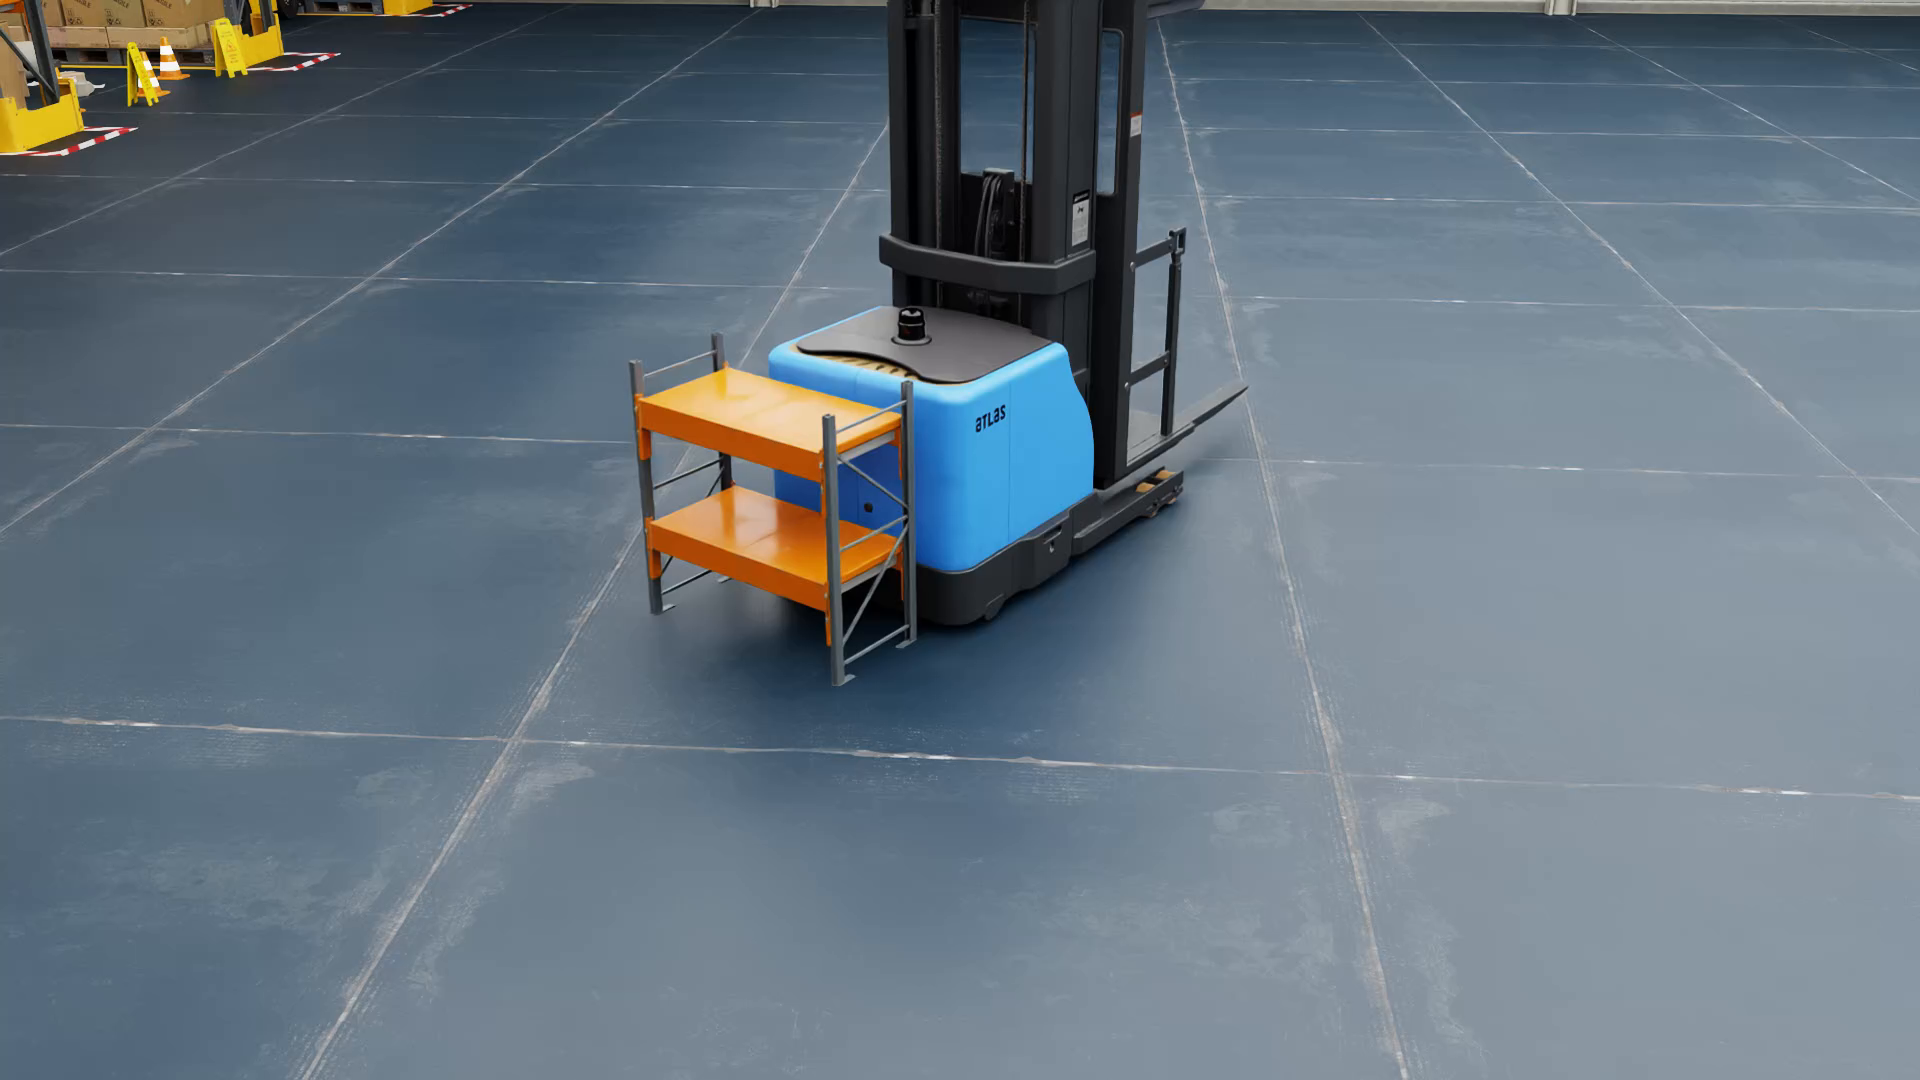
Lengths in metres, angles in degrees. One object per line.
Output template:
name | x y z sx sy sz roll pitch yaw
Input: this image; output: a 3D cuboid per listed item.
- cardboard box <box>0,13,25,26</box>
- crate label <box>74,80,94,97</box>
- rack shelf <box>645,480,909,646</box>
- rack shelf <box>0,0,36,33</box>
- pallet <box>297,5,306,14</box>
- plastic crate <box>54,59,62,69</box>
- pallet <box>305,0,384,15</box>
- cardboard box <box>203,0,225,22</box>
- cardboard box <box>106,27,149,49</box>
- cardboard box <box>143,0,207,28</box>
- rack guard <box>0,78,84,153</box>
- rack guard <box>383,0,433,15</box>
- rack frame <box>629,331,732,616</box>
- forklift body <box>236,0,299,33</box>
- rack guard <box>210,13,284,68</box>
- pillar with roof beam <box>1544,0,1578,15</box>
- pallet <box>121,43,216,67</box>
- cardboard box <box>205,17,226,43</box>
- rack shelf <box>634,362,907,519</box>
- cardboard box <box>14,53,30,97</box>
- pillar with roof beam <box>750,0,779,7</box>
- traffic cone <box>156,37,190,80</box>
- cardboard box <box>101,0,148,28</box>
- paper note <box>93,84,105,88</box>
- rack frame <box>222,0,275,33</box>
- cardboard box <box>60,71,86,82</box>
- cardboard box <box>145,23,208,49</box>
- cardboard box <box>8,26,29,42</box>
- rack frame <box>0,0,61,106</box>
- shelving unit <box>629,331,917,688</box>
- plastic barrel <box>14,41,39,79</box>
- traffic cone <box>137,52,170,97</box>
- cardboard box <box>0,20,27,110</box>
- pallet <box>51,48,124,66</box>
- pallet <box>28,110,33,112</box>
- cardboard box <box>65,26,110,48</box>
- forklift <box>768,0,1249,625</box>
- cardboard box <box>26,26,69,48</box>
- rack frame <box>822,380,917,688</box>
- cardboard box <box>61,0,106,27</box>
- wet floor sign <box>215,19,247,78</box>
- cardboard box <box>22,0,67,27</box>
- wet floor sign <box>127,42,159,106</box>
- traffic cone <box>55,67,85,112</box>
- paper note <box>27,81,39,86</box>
cardboard box | -11.635 -6.595 20.383 0.500 0.500 0.500 3 25 6
crate label | -9.811 -5.030 18.517 0.298 0.136 0.250 -11 27 -23
rack shelf | -0.746 0.075 6.827 1.000 0.278 0.538 18 30 33
rack shelf | -11.022 -4.999 15.886 4.000 0.370 1.077 2 25 4
pallet | -10.352 -8.177 25.269 1.213 0.211 1.003 2 25 4
plastic crate | -11.235 -5.738 20.124 0.583 0.080 0.402 -7 26 -14
pallet | -9.139 -8.137 25.182 1.213 0.211 1.003 2 25 4
cardboard box | -9.556 -6.752 20.725 0.500 0.500 0.500 1 25 2
cardboard box | -10.092 -6.203 20.430 0.500 0.250 0.500 2 25 4
cardboard box | -9.568 -6.527 20.237 0.500 0.500 0.500 2 25 4
rack guard | -9.004 -4.125 16.117 0.348 0.500 1.175 2 25 4
rack guard | -8.349 -8.261 25.104 0.348 0.500 1.175 2 25 4
rack frame | -1.151 -0.276 7.003 0.032 1.125 0.500 18 30 33
forklift body | -10.403 -8.312 23.240 1.214 2.155 2.313 2 25 4
rack guard | -8.825 -6.195 20.615 0.348 0.500 1.175 2 25 4
pillar with roof beam | 8.619 -10.150 19.043 0.400 9.000 9.100 2 25 4
pallet | -9.632 -6.104 20.764 1.213 0.211 1.003 2 25 4
cardboard box | -9.532 -6.411 20.881 0.500 0.250 0.500 2 25 4
rack shelf | -0.746 -0.413 6.602 1.000 0.278 0.538 18 30 33
cardboard box | -10.694 -5.195 18.438 0.637 0.503 0.797 -17 30 -32
pillar with roof beam | -3.345 -10.534 19.878 0.400 9.000 9.100 2 25 4
traffic cone | -9.277 -5.652 19.479 0.334 0.463 0.336 2 25 4
cardboard box | -10.089 -6.543 20.270 0.500 0.500 0.500 3 25 6
paper note | -9.844 -5.180 18.971 0.142 0.019 0.148 -7 26 -14
rack frame | -8.749 -7.328 20.087 0.127 3.000 1.000 2 25 4
cardboard box | -10.210 -5.233 18.945 0.250 0.149 0.380 16 29 31
cardboard box | -9.600 -6.184 20.388 0.500 0.250 0.500 2 25 4
cardboard box | -11.637 -6.254 20.540 0.500 0.250 0.500 3 25 7
rack frame | -9.028 -5.262 15.597 0.127 3.000 1.000 2 25 4
shelving unit | -0.746 -0.147 6.725 1.048 1.125 0.538 18 30 33
plastic barrel | -10.925 -5.593 19.398 0.421 0.421 0.512 22 33 39
traffic cone | -9.023 -5.178 18.450 0.334 0.463 0.336 2 25 4
cardboard box | -9.709 -4.481 15.940 0.875 0.875 0.875 2 25 4
pallet | -10.846 -6.145 20.851 1.213 0.211 1.003 2 25 4
pallet | -9.831 -3.988 16.164 1.213 0.211 1.003 2 25 4
cardboard box | -10.614 -6.218 20.461 0.500 0.250 0.500 1 25 2
forklift | 0.437 -1.542 7.595 1.130 2.935 3.031 16 29 31
cardboard box | -11.108 -6.238 20.505 0.500 0.250 0.500 2 25 3
rack frame | -0.340 -0.019 6.446 0.032 1.125 0.500 18 30 33
cardboard box | -10.591 -6.562 20.312 0.500 0.500 0.500 1 25 3
wet floor sign | -8.642 -5.806 19.597 0.232 0.644 0.267 11 27 22
cardboard box | -11.119 -6.577 20.346 0.500 0.500 0.500 3 25 7
wet floor sign | -8.847 -5.017 17.880 0.232 0.644 0.267 -2 25 -5
traffic cone | -9.448 -4.718 17.450 0.334 0.463 0.336 2 25 4
paper note | -10.680 -5.264 19.168 0.142 0.019 0.148 11 27 22
